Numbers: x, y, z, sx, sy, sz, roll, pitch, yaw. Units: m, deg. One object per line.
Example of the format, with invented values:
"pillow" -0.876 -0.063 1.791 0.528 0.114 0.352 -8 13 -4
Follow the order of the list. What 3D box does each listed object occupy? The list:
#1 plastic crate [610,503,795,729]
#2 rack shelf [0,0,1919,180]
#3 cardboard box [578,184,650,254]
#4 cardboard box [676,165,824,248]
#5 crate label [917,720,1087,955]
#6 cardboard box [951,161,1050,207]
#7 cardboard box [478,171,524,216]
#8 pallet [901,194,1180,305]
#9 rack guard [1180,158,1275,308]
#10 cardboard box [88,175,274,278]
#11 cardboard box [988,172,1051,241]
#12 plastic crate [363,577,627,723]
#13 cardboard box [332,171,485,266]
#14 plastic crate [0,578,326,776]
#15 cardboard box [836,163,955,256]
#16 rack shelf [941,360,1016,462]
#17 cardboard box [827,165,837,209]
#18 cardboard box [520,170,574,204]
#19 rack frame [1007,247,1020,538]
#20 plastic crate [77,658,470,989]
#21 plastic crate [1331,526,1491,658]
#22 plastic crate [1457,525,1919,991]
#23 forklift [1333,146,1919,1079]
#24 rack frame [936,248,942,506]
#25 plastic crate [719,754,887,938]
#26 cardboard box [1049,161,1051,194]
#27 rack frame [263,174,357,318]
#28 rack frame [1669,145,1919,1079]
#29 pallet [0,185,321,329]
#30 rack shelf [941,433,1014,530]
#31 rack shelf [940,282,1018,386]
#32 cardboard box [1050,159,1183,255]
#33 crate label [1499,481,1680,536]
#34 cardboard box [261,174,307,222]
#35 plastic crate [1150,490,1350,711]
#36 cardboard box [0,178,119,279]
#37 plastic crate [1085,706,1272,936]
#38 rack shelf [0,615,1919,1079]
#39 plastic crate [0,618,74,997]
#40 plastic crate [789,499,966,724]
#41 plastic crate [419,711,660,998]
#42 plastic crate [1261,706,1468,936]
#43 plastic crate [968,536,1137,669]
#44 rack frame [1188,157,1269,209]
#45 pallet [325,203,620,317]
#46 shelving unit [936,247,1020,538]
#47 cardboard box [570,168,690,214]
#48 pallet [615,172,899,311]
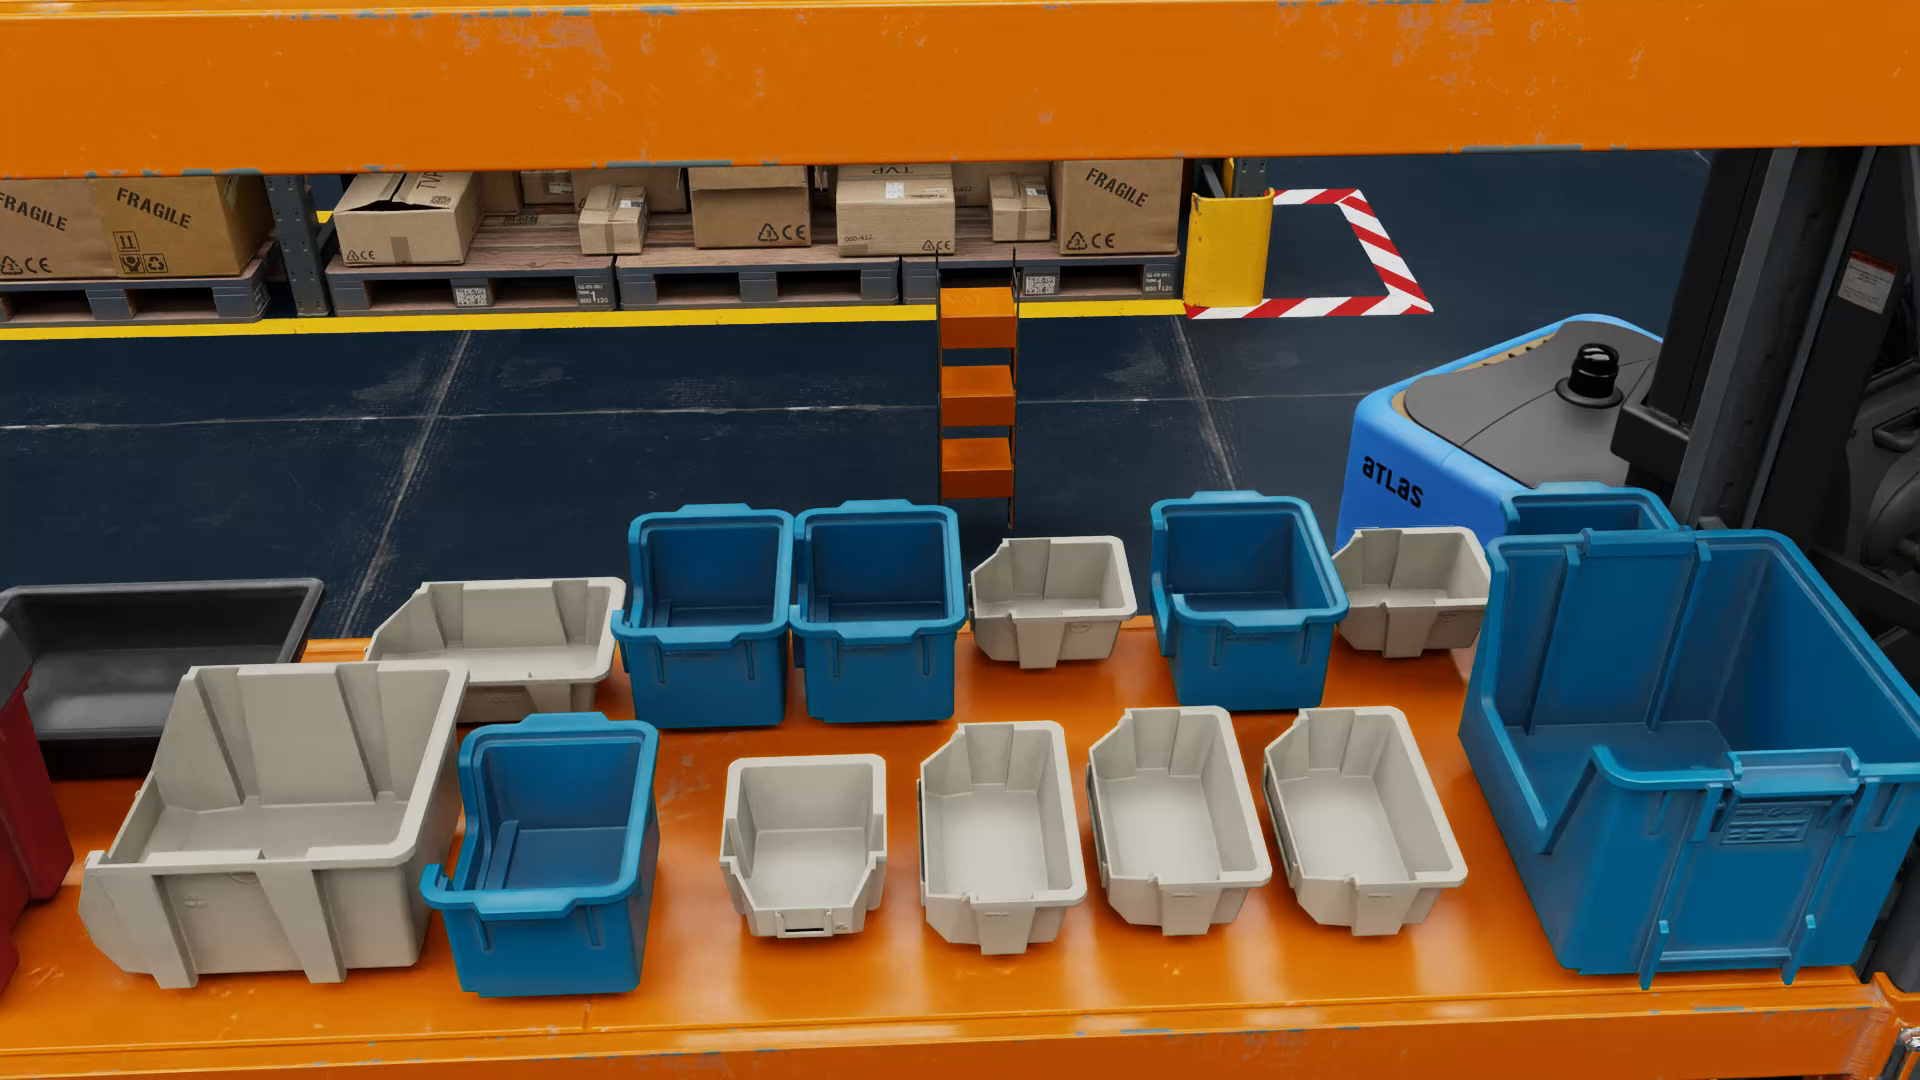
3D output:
"plastic crate" -0.447 0.147 2.997 0.300 0.233 0.416 -2 35 -2
"rack shelf" -0.568 -0.644 2.041 4.000 0.370 1.077 -2 35 -2
"cardboard box" -1.503 -1.402 7.243 0.250 0.166 0.380 -2 35 -2
"cardboard box" -0.920 -1.677 7.344 0.637 0.503 0.797 -2 35 -2
"crate label" 0.057 0.469 2.615 0.243 0.136 0.396 -2 35 -2
"cardboard box" 0.143 -1.760 7.687 0.500 0.250 0.500 -2 35 -2
"cardboard box" -2.241 -1.798 7.522 0.500 0.500 0.500 -2 35 -2
"pallet" 0.327 -1.406 7.596 1.213 0.211 1.003 -2 35 -2
"rack guard" 1.123 -1.546 7.545 0.348 0.500 1.175 -2 35 -2
"cardboard box" -3.276 -1.445 7.013 0.500 0.500 0.500 -2 35 -2
"cardboard box" 0.259 -1.478 7.353 0.250 0.166 0.380 -2 35 -2
"plastic crate" -0.840 0.213 2.985 0.466 0.136 0.293 -2 35 -2
"cardboard box" -2.367 -1.432 7.160 0.500 0.311 0.500 -2 35 -2
"plastic crate" -1.460 0.253 2.938 0.590 0.125 0.437 -2 35 -2
"cardboard box" -0.283 -1.463 7.258 0.500 0.250 0.500 -2 35 -2
"rack shelf" 0.053 -0.424 5.459 0.240 0.259 0.215 -2 35 -2
"cardboard box" -0.356 -1.746 7.667 0.500 0.250 0.500 -2 35 -2
"cardboard box" -1.869 -1.698 7.686 0.250 0.149 0.380 -2 35 -2
"rack frame" 0.175 -0.436 5.458 0.008 1.050 0.200 -2 35 -2
"plastic crate" -1.031 0.435 2.537 0.530 0.282 0.437 -2 35 -2
"plastic crate" 0.844 0.104 3.142 0.298 0.136 0.250 -2 35 -2
"plastic crate" 1.104 0.315 2.575 0.499 0.435 0.616 -2 35 -2
"forklift" 2.267 -0.153 3.396 1.130 2.935 3.031 -21 40 -27
"rack frame" -0.068 -0.430 5.449 0.008 1.050 0.200 -2 35 -2
"plastic crate" -0.238 0.488 2.589 0.250 0.136 0.298 -2 35 -2
"cardboard box" 0.515 -1.770 7.774 0.250 0.166 0.380 -2 35 -2
"rack frame" -2.796 -2.469 6.681 0.127 3.000 1.000 -2 35 -2
"rack frame" 1.430 0.239 2.768 0.127 3.000 1.000 -2 35 -2
"pallet" -3.607 -1.278 7.412 1.213 0.211 1.003 -2 35 -2
"rack shelf" 0.053 -0.196 5.618 0.240 0.259 0.215 -2 35 -2
"rack shelf" 0.053 -0.658 5.298 0.240 0.259 0.215 -2 35 -2
"cardboard box" 0.668 -1.575 7.200 0.500 0.500 0.500 -2 35 -2
"crate label" 1.168 0.103 3.060 0.303 0.233 0.416 -2 35 -2
"cardboard box" -3.291 -1.747 7.449 0.500 0.500 0.500 -3 35 -4
"plastic crate" 0.510 0.121 3.034 0.300 0.233 0.416 -2 35 -2
"cardboard box" -3.770 -1.437 7.000 0.500 0.500 0.500 -1 35 -2
"plastic crate" 0.334 0.448 2.646 0.243 0.136 0.396 -2 35 -2
"rack shelf" -0.568 0.589 2.895 4.000 0.370 1.077 -2 35 -2
"plastic crate" -1.662 0.415 2.406 0.583 0.464 0.402 -2 35 -2
"plastic crate" -0.147 0.139 3.008 0.300 0.233 0.416 -2 35 -2
"plastic crate" -0.609 0.485 2.508 0.300 0.233 0.416 -2 35 -2
"plastic crate" 0.624 0.448 2.646 0.243 0.136 0.396 -2 35 -2
"plastic crate" 0.166 0.123 3.116 0.298 0.136 0.250 -2 35 -2
"rack frame" 1.199 -2.576 6.837 0.127 3.000 1.000 -2 35 -2
"pallet" -2.110 -1.340 7.501 1.213 0.211 1.003 -2 35 -2
"shelving unit" 0.053 -0.433 5.453 0.252 1.050 0.215 -2 35 -2
"cardboard box" -1.491 -1.741 7.605 0.500 0.311 0.500 -2 35 -2
"pallet" -0.889 -1.374 7.551 1.213 0.211 1.003 -2 35 -2
